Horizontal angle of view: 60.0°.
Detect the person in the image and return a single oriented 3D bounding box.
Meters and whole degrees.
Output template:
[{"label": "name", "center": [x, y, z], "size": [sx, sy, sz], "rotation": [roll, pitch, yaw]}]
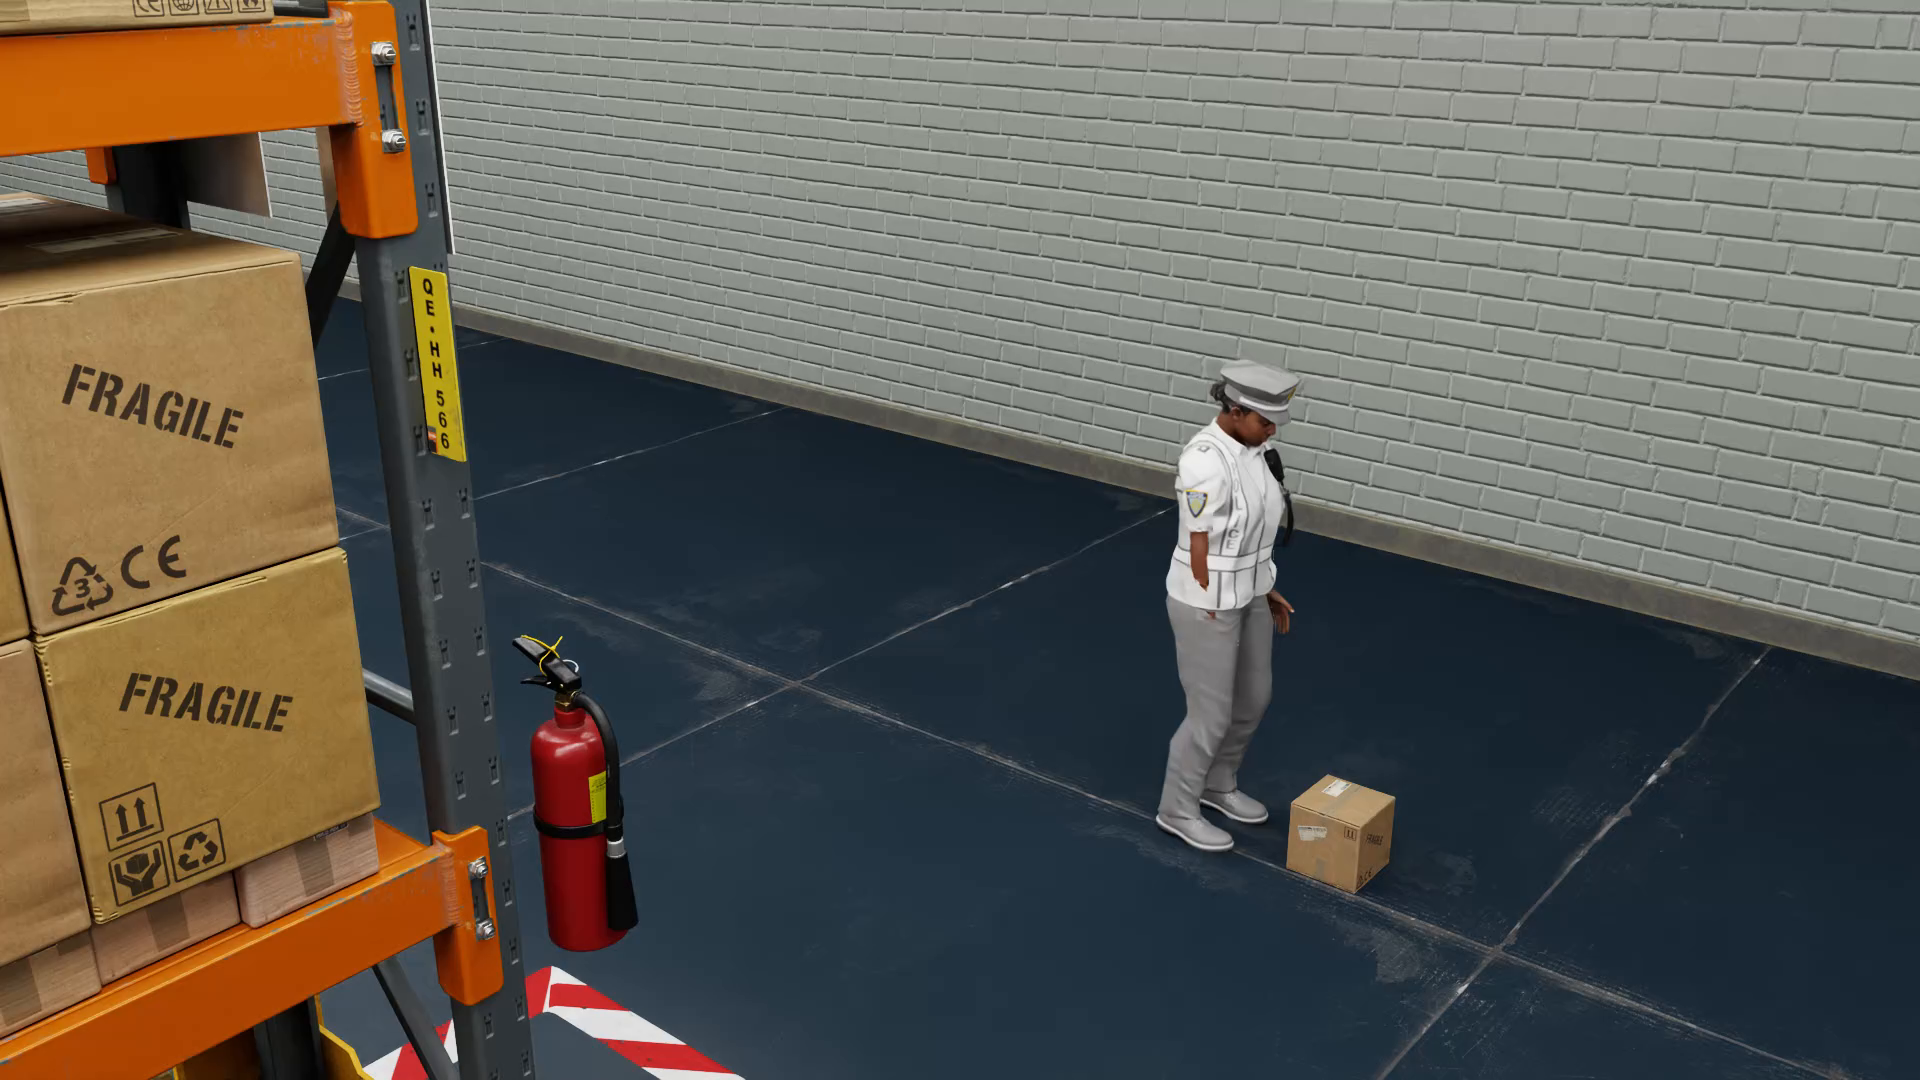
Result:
[{"label": "person", "center": [0.897, 0.212, 5.540], "size": [0.366, 1.648, 0.444], "rotation": [17, 26, 38]}]
